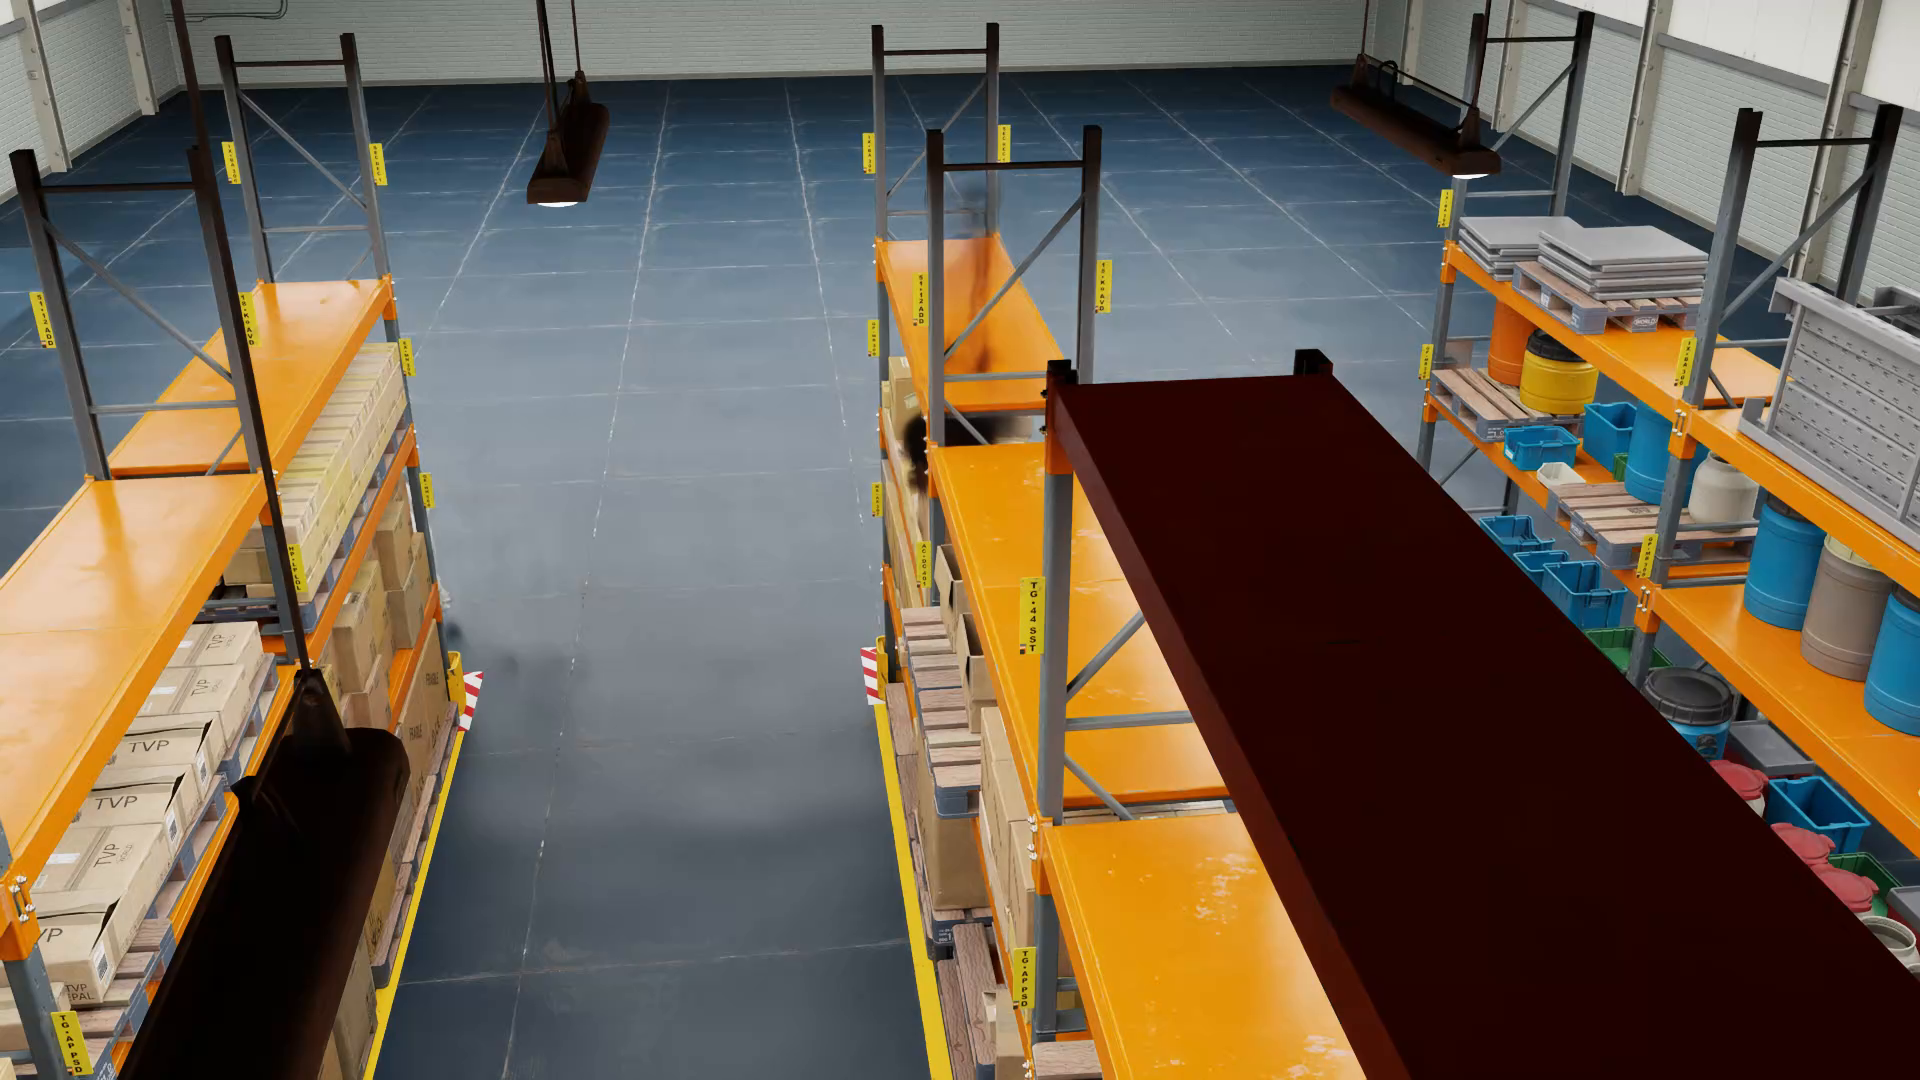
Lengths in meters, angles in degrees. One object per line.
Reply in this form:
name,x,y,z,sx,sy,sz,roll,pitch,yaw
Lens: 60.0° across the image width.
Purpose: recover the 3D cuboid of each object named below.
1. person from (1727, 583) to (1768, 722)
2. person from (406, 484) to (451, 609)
person,6.825,1.111,14.339,0.646,1.619,0.622,-9,27,-17
person,-5.522,0.042,16.619,0.976,1.631,0.653,14,29,28
